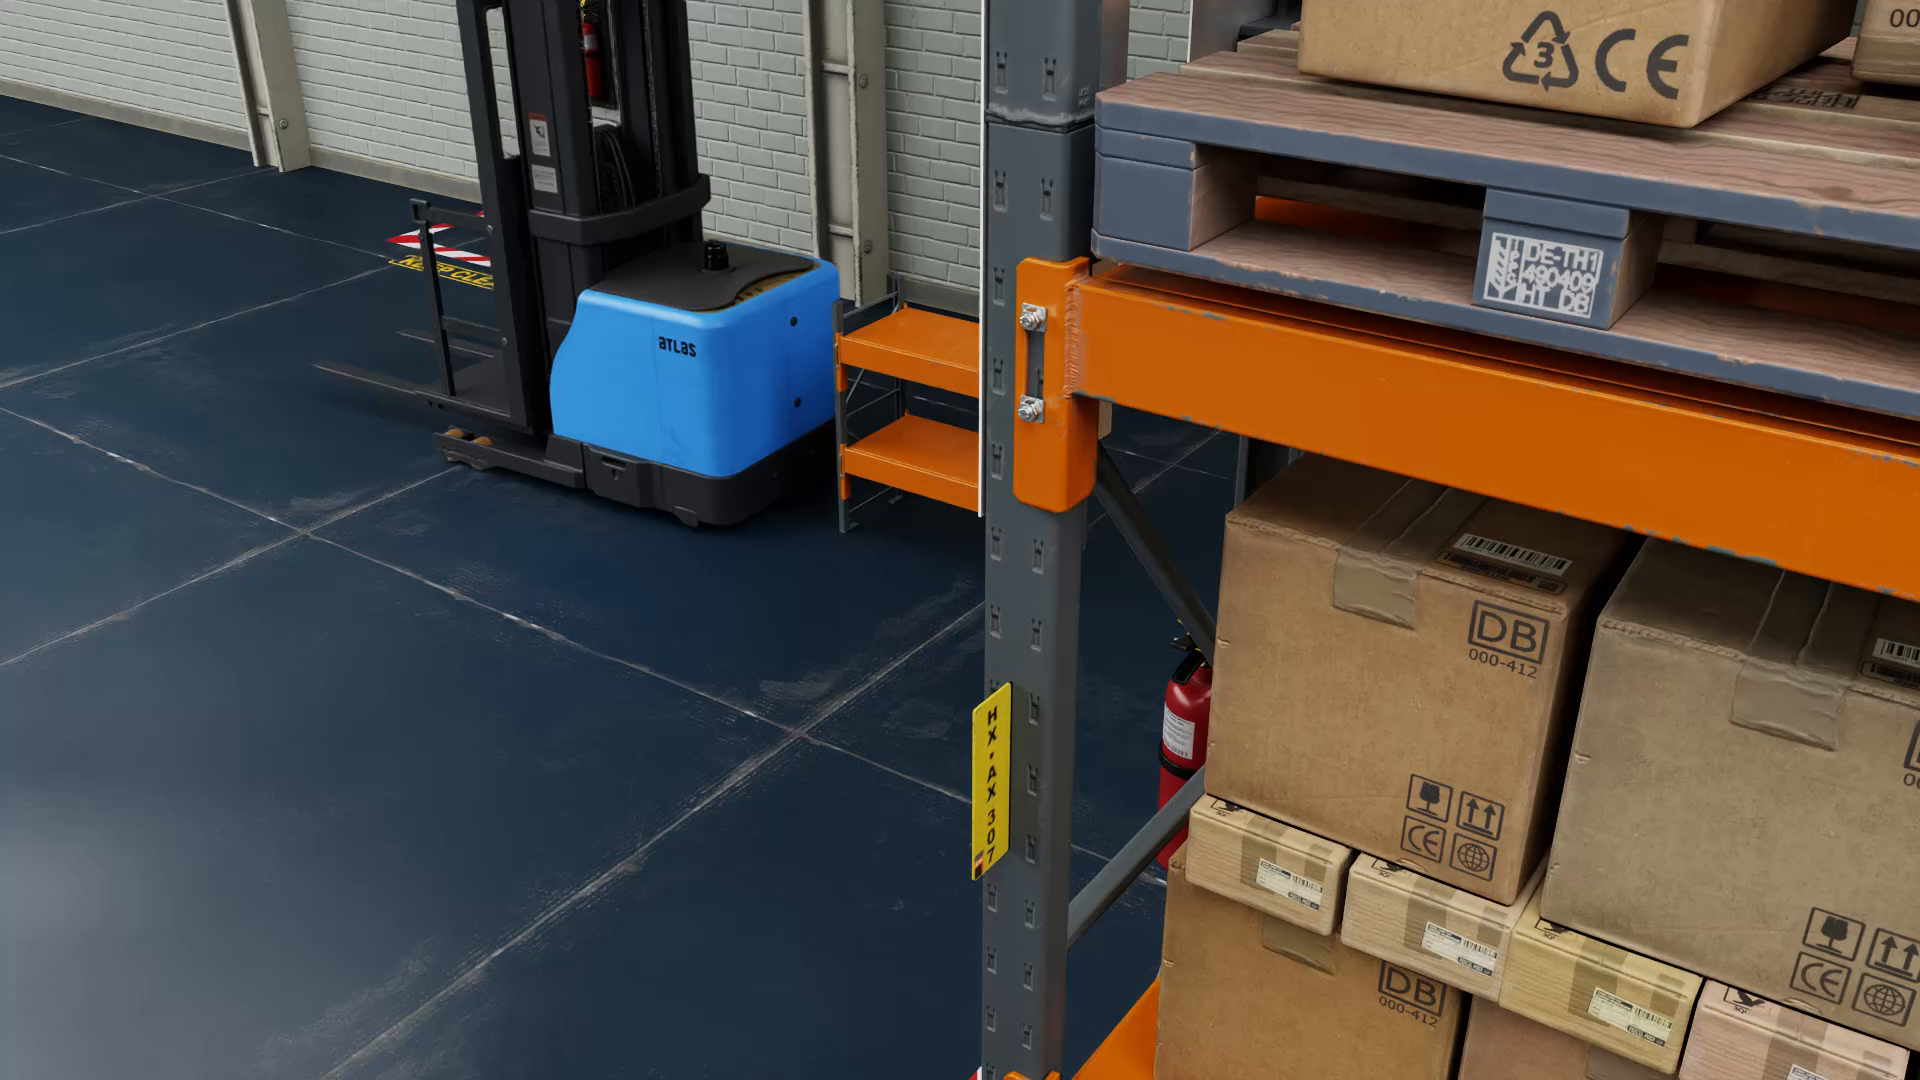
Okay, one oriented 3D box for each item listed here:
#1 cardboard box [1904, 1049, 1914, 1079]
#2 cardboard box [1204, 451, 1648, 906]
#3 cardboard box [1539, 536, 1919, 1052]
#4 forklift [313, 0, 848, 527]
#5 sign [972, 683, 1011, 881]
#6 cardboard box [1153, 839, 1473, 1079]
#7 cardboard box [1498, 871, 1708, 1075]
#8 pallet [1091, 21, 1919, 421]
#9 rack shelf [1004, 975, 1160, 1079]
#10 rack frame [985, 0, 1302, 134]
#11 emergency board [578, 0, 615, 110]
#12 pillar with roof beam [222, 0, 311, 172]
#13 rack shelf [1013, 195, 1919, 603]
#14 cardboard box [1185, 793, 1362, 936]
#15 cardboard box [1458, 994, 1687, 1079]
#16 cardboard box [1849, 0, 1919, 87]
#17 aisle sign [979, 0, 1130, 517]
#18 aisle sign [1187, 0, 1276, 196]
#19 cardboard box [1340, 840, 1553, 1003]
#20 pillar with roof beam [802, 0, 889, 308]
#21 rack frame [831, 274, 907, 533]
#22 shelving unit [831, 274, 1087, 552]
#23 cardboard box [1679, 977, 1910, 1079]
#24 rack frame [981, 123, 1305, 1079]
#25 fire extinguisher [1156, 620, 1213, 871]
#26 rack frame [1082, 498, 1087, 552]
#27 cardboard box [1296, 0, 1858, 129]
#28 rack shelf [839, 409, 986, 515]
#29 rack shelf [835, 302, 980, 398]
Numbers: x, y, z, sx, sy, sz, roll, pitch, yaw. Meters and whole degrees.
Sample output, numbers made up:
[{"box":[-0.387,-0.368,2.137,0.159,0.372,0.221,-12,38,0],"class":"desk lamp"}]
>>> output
[{"box":[1.588,0.944,2.477,0.500,0.500,0.700,18,32,31],"class":"cardboard box"},{"box":[0.790,0.117,2.672,0.500,0.500,0.700,17,32,30],"class":"cardboard box"},{"box":[1.227,0.250,2.411,0.500,0.500,0.700,16,31,29],"class":"cardboard box"},{"box":[-2.097,-1.849,8.151,3.031,2.935,1.130,15,31,27],"class":"forklift"},{"box":[0.050,0.386,2.642,0.005,0.325,0.100,17,32,30],"class":"sign"},{"box":[0.746,0.682,2.993,0.500,0.500,0.700,17,32,30],"class":"cardboard box"},{"box":[0.994,0.580,2.477,0.250,0.149,0.380,17,32,31],"class":"cardboard box"},{"box":[0.937,-0.505,2.225,1.213,0.211,1.003,17,32,30],"class":"pallet"},{"box":[2.017,1.436,2.415,4.000,0.370,1.077,17,32,30],"class":"rack shelf"},{"box":[0.369,-2.072,1.900,0.127,3.000,1.000,17,32,30],"class":"rack frame"},{"box":[-2.724,-3.585,11.487,0.643,1.169,0.194,17,32,30],"class":"emergency board"},{"box":[-8.092,-5.541,8.716,0.400,9.000,9.100,17,32,30],"class":"pillar with roof beam"},{"box":[2.017,0.099,1.735,4.000,0.370,1.077,17,32,30],"class":"rack shelf"},{"box":[0.570,0.449,2.735,0.250,0.149,0.380,17,32,30],"class":"cardboard box"},{"box":[1.182,0.815,2.732,0.500,0.500,0.700,18,32,32],"class":"cardboard box"},{"box":[1.467,-0.721,2.100,0.500,0.250,0.500,17,32,30],"class":"cardboard box"},{"box":[0.141,-0.459,2.479,0.004,0.787,0.394,17,32,30],"class":"aisle sign"},{"box":[0.481,-0.684,2.920,0.004,0.787,0.394,17,32,30],"class":"aisle sign"},{"box":[0.789,0.516,2.604,0.250,0.149,0.380,16,31,29],"class":"cardboard box"},{"box":[-3.146,-4.000,5.688,0.400,9.000,9.100,17,32,30],"class":"pillar with roof beam"},{"box":[-0.413,-0.630,7.748,0.032,1.125,0.500,17,32,30],"class":"rack frame"},{"box":[0.006,-0.500,7.491,1.048,1.125,0.538,17,32,30],"class":"shelving unit"},{"box":[1.201,0.646,2.348,0.250,0.149,0.380,17,31,30],"class":"cardboard box"},{"box":[0.369,0.601,3.261,0.127,3.000,1.000,17,32,30],"class":"rack frame"},{"box":[0.534,0.432,3.679,0.183,0.674,0.296,17,32,30],"class":"fire extinguisher"},{"box":[0.425,-0.369,7.235,0.032,1.125,0.500,17,32,30],"class":"rack frame"},{"box":[0.840,-0.882,2.137,0.637,0.503,0.797,20,33,34],"class":"cardboard box"},{"box":[0.006,-0.282,7.602,1.000,0.278,0.538,17,32,30],"class":"rack shelf"},{"box":[0.006,-0.760,7.359,1.000,0.278,0.538,17,32,30],"class":"rack shelf"}]
